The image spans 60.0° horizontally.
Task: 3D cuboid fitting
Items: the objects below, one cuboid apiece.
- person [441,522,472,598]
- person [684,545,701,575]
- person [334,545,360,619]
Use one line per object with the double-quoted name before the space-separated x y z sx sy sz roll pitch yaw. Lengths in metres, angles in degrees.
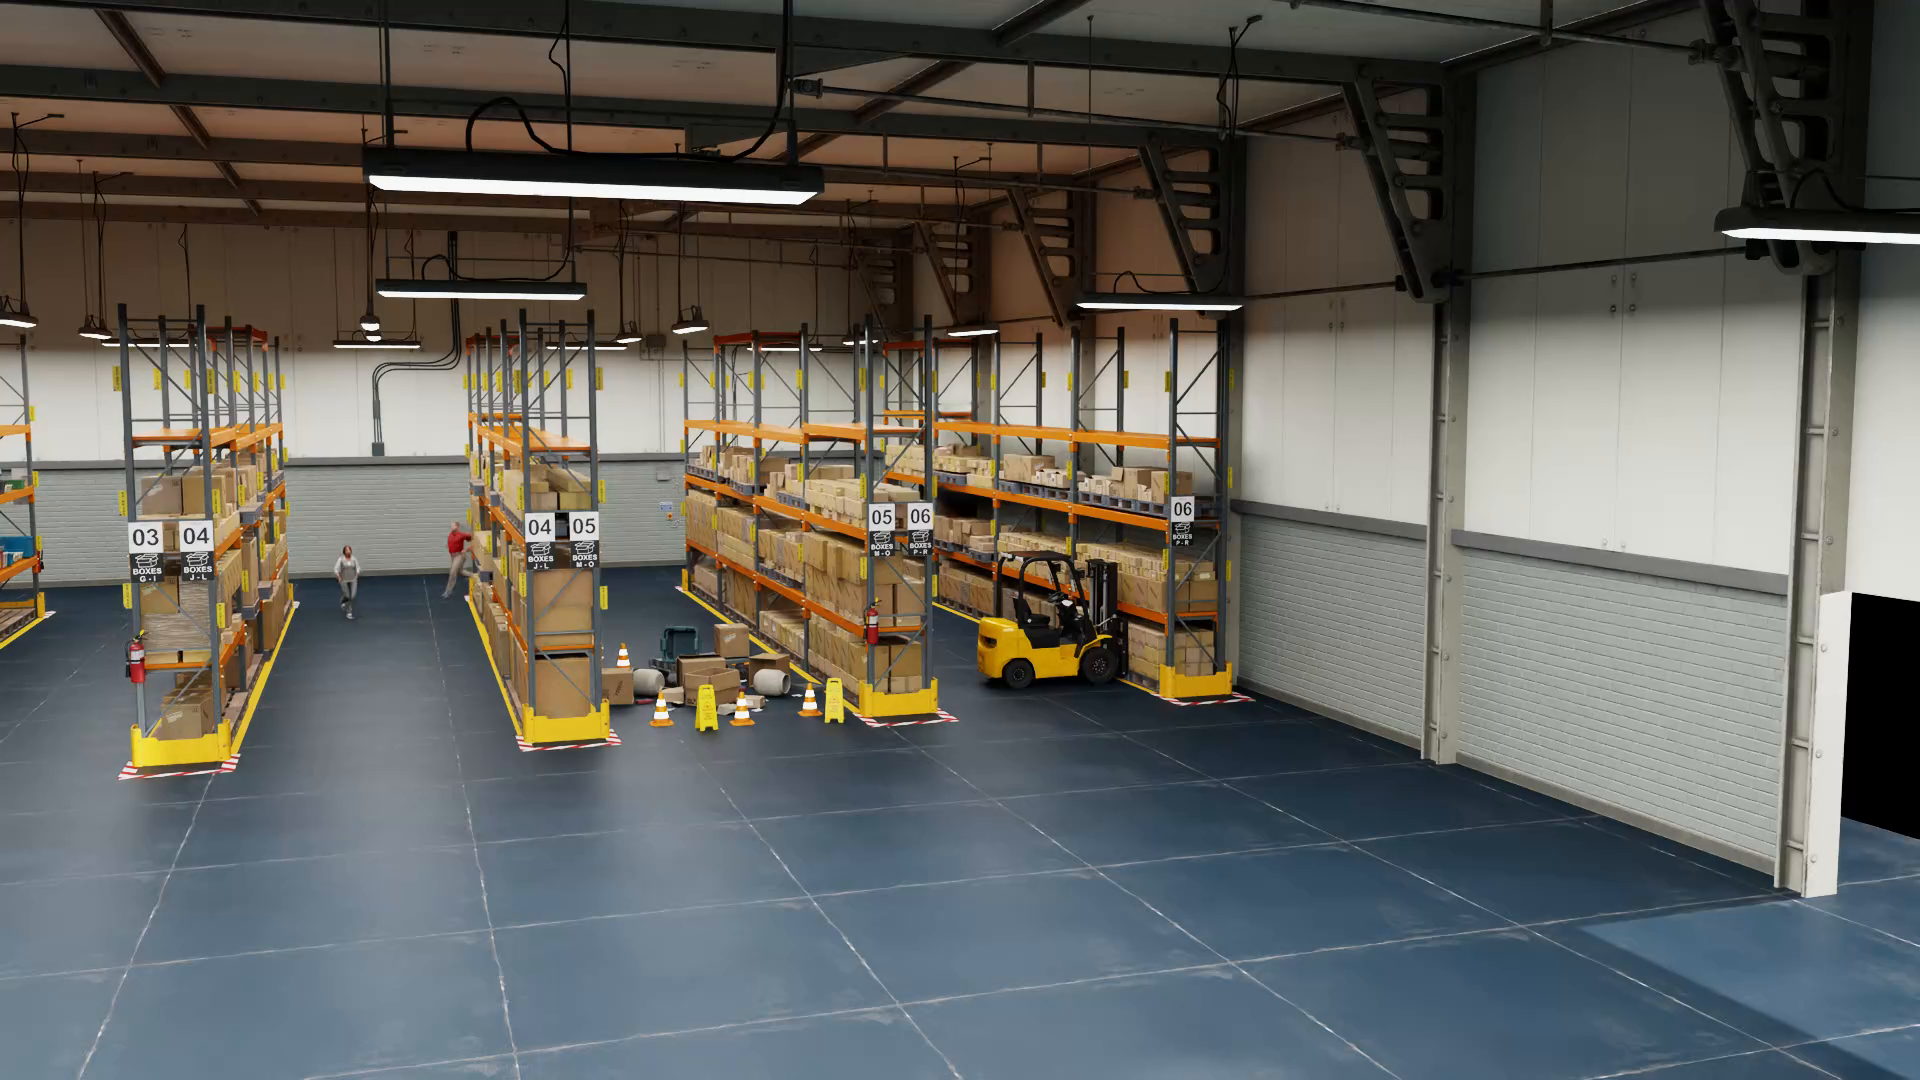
"person" -11.815 0.439 39.162 0.628 1.750 1.117 5 7 42
"person" -6.512 0.279 41.186 0.735 1.689 0.698 0 5 -2
"person" -12.984 0.903 35.299 0.534 1.532 0.497 -3 6 -33
